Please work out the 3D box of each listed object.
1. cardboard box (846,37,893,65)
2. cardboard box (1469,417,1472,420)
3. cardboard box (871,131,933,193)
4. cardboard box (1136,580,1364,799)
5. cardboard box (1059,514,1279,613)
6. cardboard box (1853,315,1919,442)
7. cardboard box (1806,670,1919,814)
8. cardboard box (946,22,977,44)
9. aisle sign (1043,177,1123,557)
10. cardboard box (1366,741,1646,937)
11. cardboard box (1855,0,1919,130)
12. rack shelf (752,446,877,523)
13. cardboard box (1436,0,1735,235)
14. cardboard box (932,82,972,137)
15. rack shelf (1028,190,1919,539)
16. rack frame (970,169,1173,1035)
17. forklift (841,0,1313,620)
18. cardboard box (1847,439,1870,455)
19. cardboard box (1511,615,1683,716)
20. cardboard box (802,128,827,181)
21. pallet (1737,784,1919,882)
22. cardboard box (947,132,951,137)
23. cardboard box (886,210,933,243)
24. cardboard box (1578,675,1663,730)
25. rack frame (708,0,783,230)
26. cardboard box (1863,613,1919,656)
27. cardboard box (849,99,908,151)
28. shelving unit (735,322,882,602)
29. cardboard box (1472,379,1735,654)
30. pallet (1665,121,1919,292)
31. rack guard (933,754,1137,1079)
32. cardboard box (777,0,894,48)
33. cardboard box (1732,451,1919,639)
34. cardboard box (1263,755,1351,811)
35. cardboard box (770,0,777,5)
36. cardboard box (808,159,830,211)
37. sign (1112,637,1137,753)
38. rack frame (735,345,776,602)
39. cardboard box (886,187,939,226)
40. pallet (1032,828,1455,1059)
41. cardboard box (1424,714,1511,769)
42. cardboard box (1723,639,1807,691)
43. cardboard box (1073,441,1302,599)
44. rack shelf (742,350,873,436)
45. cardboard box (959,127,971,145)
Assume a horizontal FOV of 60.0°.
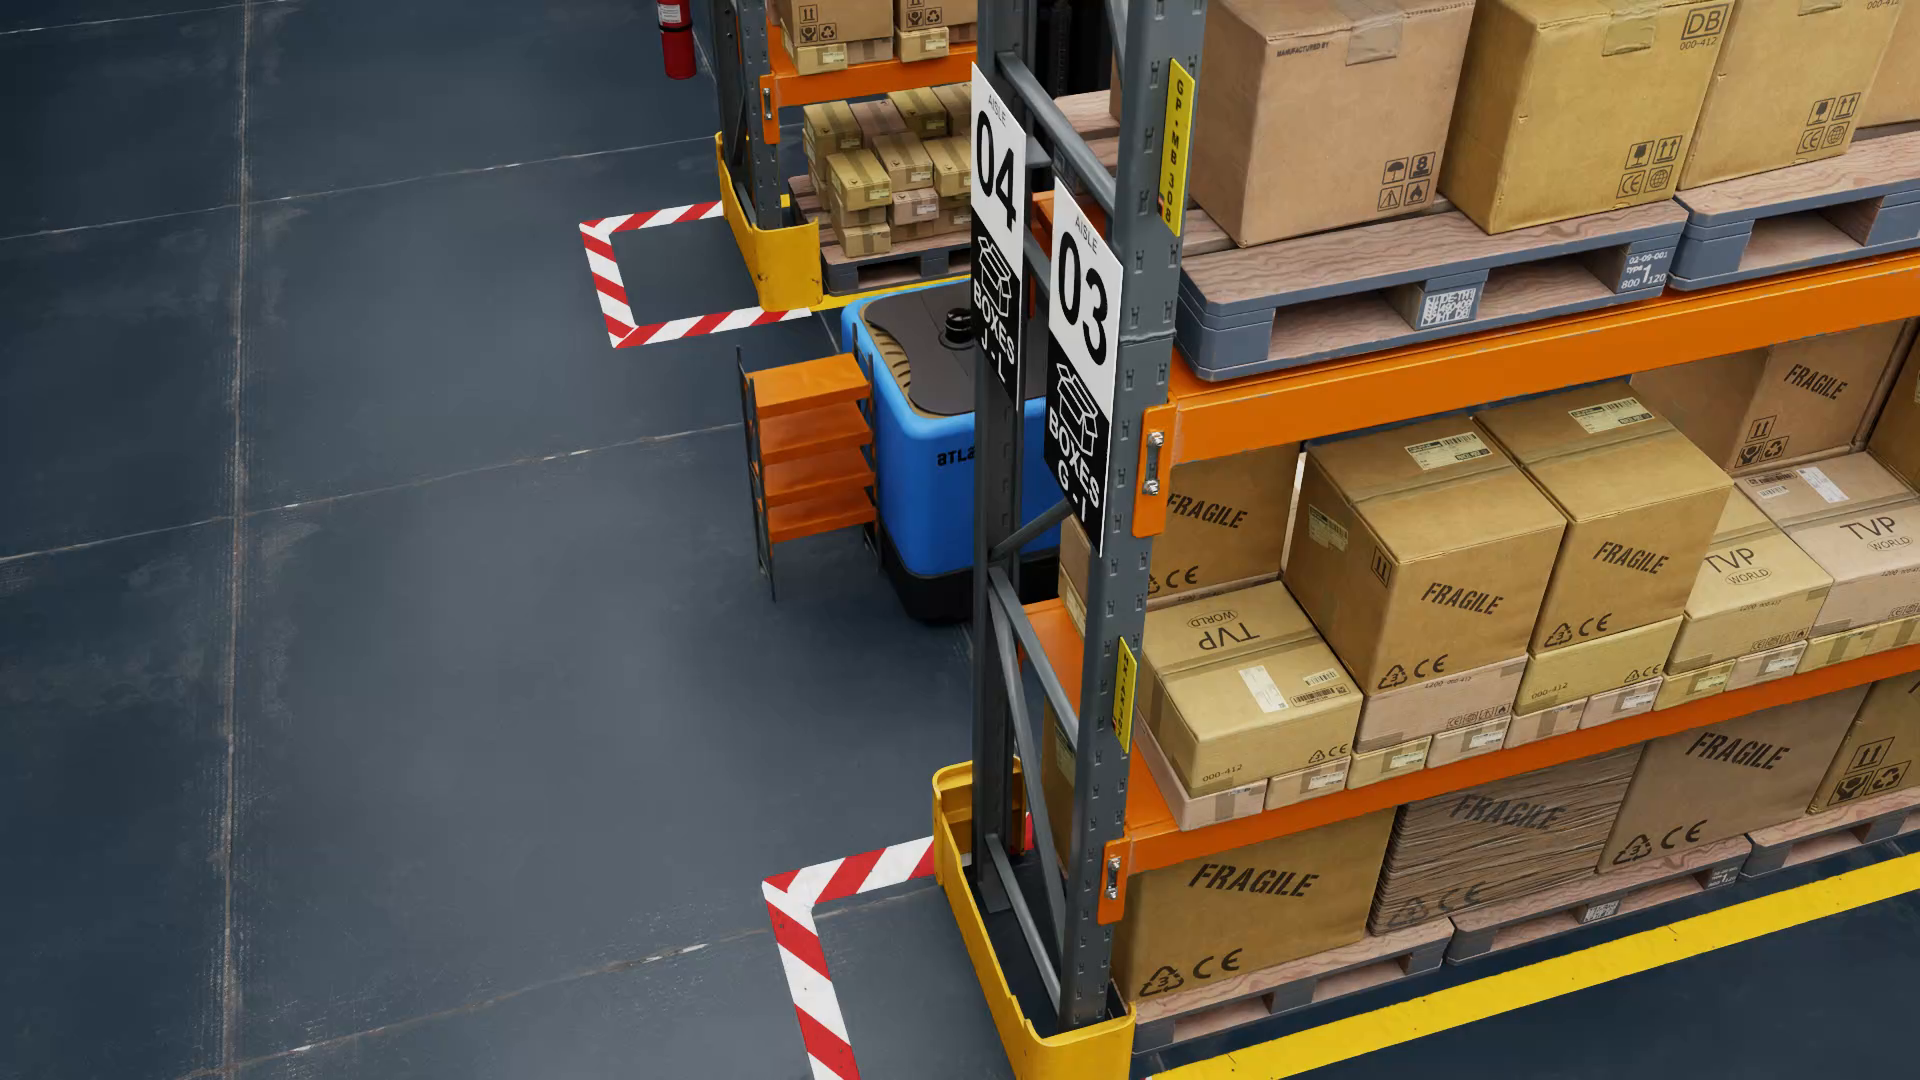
[{"bbox_3d":[-0.507,-2.576,8.459,0.250,0.149,0.380,-10,42,-12],"label":"cardboard box"},{"bbox_3d":[1.601,-0.122,5.347,0.500,0.250,0.500,-13,43,-15],"label":"cardboard box"},{"bbox_3d":[-0.316,-2.065,9.079,0.250,0.149,0.380,-11,42,-12],"label":"cardboard box"},{"bbox_3d":[0.788,0.416,4.732,0.500,0.250,0.500,-13,43,-14],"label":"cardboard box"},{"bbox_3d":[0.631,0.079,5.117,0.500,0.250,0.500,-12,43,-14],"label":"cardboard box"},{"bbox_3d":[3.058,-0.705,5.445,0.500,0.500,0.500,-12,42,-13],"label":"cardboard box"},{"bbox_3d":[3.411,0.328,6.240,0.875,0.875,0.875,-12,42,-13],"label":"cardboard box"},{"bbox_3d":[-0.028,-2.733,8.639,0.250,0.149,0.380,-10,42,-11],"label":"cardboard box"},{"bbox_3d":[0.270,-0.380,3.779,0.004,0.787,0.394,-12,42,-13],"label":"aisle sign"},{"bbox_3d":[1.703,0.682,5.835,0.875,0.875,0.875,-12,42,-13],"label":"cardboard box"},{"bbox_3d":[2.280,-1.447,4.225,0.500,0.500,0.700,-10,42,-11],"label":"cardboard box"},{"bbox_3d":[-0.624,-0.257,7.084,0.480,0.148,0.258,-13,43,-15],"label":"rack shelf"},{"bbox_3d":[1.302,-1.138,3.872,0.500,0.500,0.700,-13,43,-15],"label":"cardboard box"},{"bbox_3d":[0.016,-2.464,9.536,0.250,0.149,0.380,-13,43,-15],"label":"cardboard box"},{"bbox_3d":[2.156,-0.857,4.568,4.000,0.370,1.077,-12,42,-13],"label":"rack shelf"},{"bbox_3d":[0.249,0.397,4.866,0.127,3.000,1.000,-12,42,-13],"label":"rack frame"},{"bbox_3d":[1.048,-1.350,6.917,3.031,2.935,1.130,-13,43,-15],"label":"forklift"},{"bbox_3d":[3.061,-0.426,5.695,0.500,0.250,0.500,-12,43,-13],"label":"cardboard box"},{"bbox_3d":[1.762,0.212,4.965,0.500,0.250,0.500,-13,43,-14],"label":"cardboard box"},{"bbox_3d":[-0.727,-2.216,9.478,0.250,0.149,0.380,-13,43,-14],"label":"cardboard box"},{"bbox_3d":[3.315,0.757,6.572,1.213,0.211,1.003,-12,42,-13],"label":"pallet"},{"bbox_3d":[0.055,-2.308,9.583,0.250,0.149,0.380,-12,43,-14],"label":"cardboard box"},{"bbox_3d":[-0.324,-1.826,9.258,0.250,0.149,0.380,-12,43,-13],"label":"cardboard box"},{"bbox_3d":[1.912,0.373,5.084,0.250,0.149,0.380,-12,43,-14],"label":"cardboard box"},{"bbox_3d":[-1.145,-2.736,8.451,0.127,3.000,1.000,-12,42,-13],"label":"rack frame"},{"bbox_3d":[2.890,0.170,5.316,0.250,0.149,0.380,-11,42,-12],"label":"cardboard box"},{"bbox_3d":[-0.459,-2.322,9.373,0.250,0.149,0.380,-11,42,-12],"label":"cardboard box"},{"bbox_3d":[-0.624,-0.308,7.040,0.503,1.200,0.258,-13,43,-15],"label":"shelving unit"},{"bbox_3d":[1.757,-0.072,4.720,0.500,0.500,0.500,-13,43,-14],"label":"cardboard box"},{"bbox_3d":[2.119,-1.096,4.362,1.213,0.211,1.003,-12,42,-13],"label":"pallet"},{"bbox_3d":[0.226,1.343,5.683,0.348,0.500,1.175,-12,42,-13],"label":"rack guard"},{"bbox_3d":[-0.633,-2.801,8.224,0.500,0.500,0.500,-10,42,-11],"label":"cardboard box"},{"bbox_3d":[2.742,0.007,5.199,0.500,0.250,0.500,-11,42,-12],"label":"cardboard box"},{"bbox_3d":[0.931,0.577,4.851,0.250,0.149,0.380,-12,43,-14],"label":"cardboard box"},{"bbox_3d":[-0.793,-3.136,8.607,0.500,0.500,0.500,-11,42,-12],"label":"cardboard box"},{"bbox_3d":[-0.705,-2.055,9.520,0.250,0.149,0.380,-11,42,-12],"label":"cardboard box"},{"bbox_3d":[0.410,0.390,4.155,0.005,0.325,0.100,-12,42,-13],"label":"sign"},{"bbox_3d":[-0.854,-0.254,6.978,0.015,1.200,0.240,-13,43,-15],"label":"rack frame"},{"bbox_3d":[-0.290,-1.894,9.109,0.250,0.149,0.380,-12,43,-13],"label":"cardboard box"},{"bbox_3d":[0.988,1.240,6.020,1.213,0.211,1.003,-12,42,-13],"label":"pallet"},{"bbox_3d":[1.423,0.473,4.969,0.250,0.149,0.380,-12,43,-14],"label":"cardboard box"},{"bbox_3d":[2.403,0.270,5.201,0.250,0.149,0.380,-11,42,-12],"label":"cardboard box"},{"bbox_3d":[0.635,-0.203,4.869,0.500,0.500,0.500,-11,42,-13],"label":"cardboard box"},{"bbox_3d":[-0.624,-0.604,6.781,0.480,0.148,0.258,-13,43,-15],"label":"rack shelf"},{"bbox_3d":[0.174,-2.135,9.159,0.250,0.149,0.380,-14,43,-15],"label":"cardboard box"}]
